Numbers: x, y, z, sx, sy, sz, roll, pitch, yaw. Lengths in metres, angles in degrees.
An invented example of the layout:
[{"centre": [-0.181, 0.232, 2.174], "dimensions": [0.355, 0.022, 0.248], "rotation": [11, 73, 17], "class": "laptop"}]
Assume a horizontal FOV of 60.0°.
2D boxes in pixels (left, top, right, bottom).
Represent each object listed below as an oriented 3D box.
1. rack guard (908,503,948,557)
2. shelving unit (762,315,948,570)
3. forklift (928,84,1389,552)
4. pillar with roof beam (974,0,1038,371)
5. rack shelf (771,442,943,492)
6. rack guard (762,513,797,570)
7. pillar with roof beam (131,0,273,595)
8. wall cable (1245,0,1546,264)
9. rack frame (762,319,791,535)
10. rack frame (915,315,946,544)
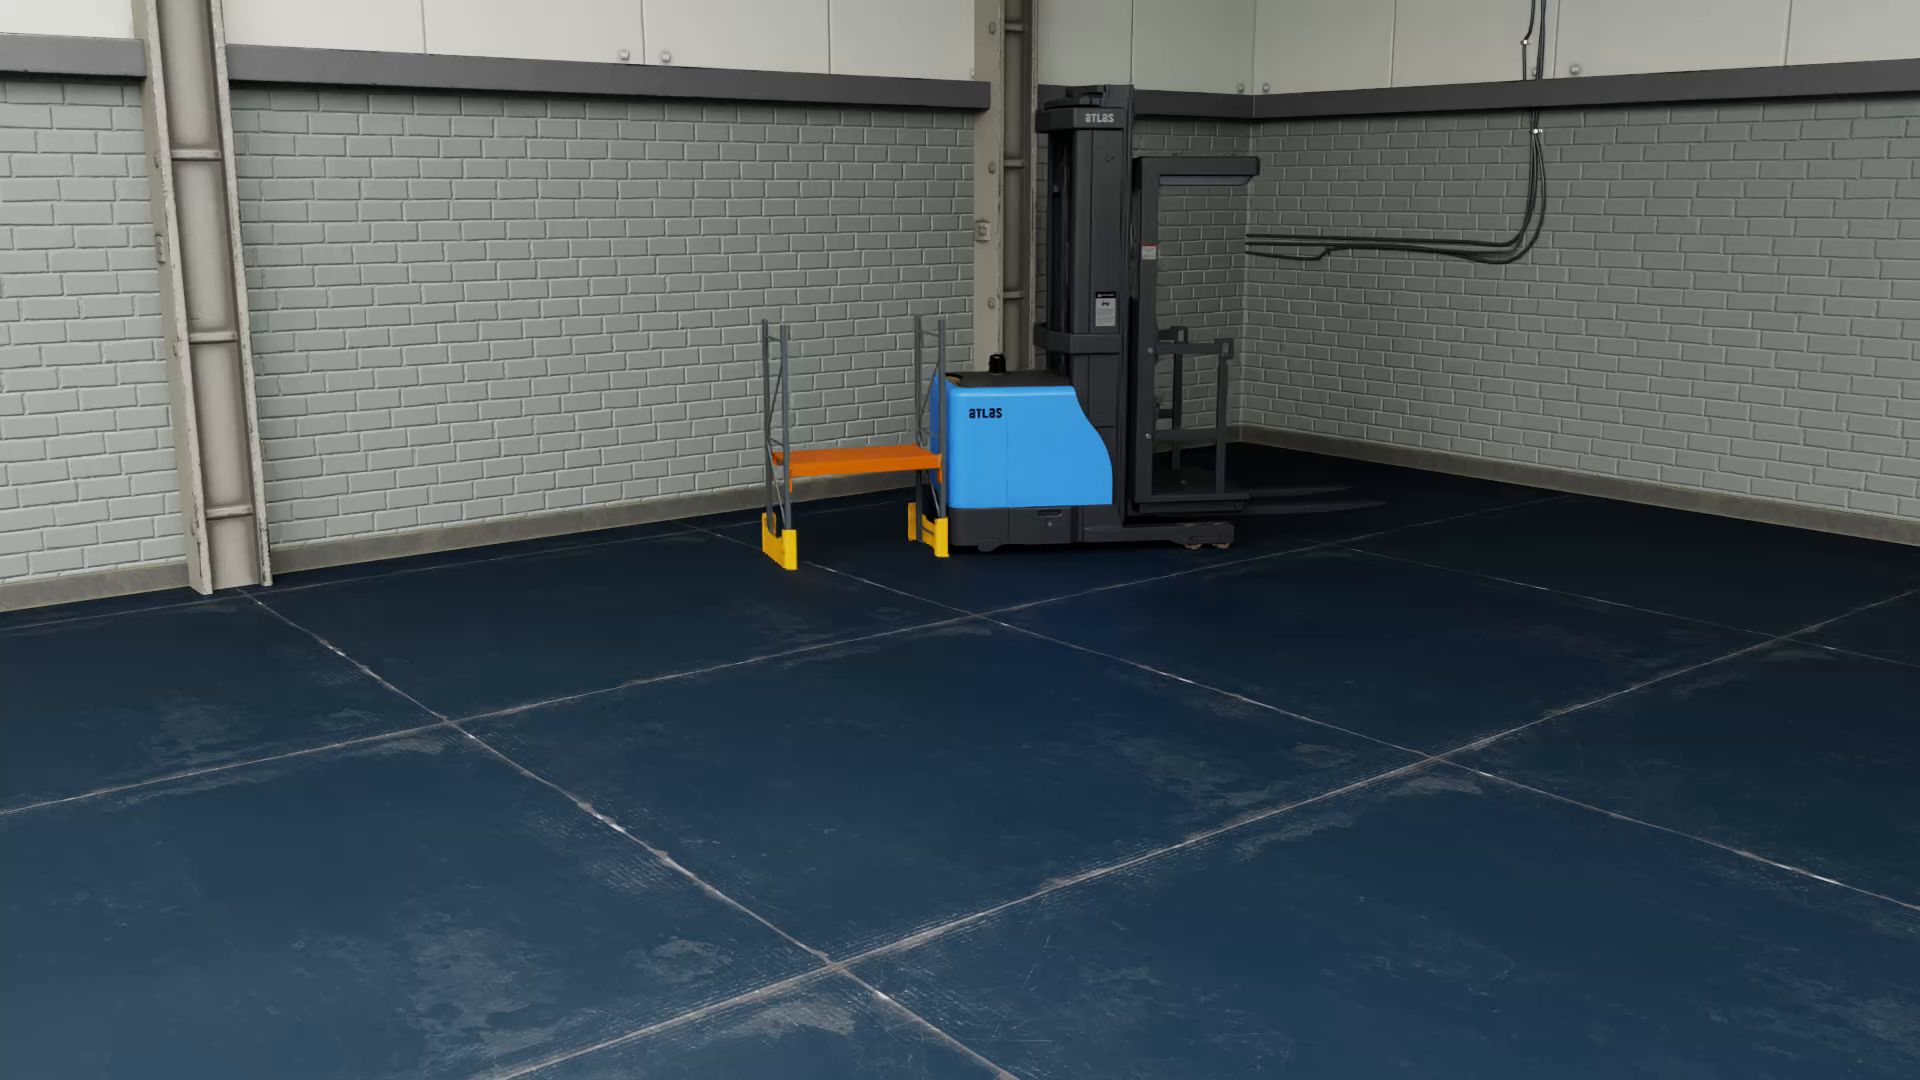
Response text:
[{"centre": [-0.211, -0.070, 10.855], "dimensions": [0.087, 0.250, 0.587], "rotation": [-4, 13, -20], "class": "rack guard"}, {"centre": [-0.677, -0.644, 10.552], "dimensions": [1.083, 1.500, 0.587], "rotation": [-4, 13, -20], "class": "shelving unit"}, {"centre": [1.346, -1.480, 11.040], "dimensions": [3.031, 2.935, 1.130], "rotation": [-2, 12, -9], "class": "forklift"}, {"centre": [3.046, -4.216, 9.317], "dimensions": [0.400, 9.000, 9.100], "rotation": [-9, 15, -38], "class": "pillar with roof beam"}, {"centre": [-0.668, -0.469, 10.593], "dimensions": [1.000, 0.185, 0.538], "rotation": [-4, 13, -20], "class": "rack shelf"}, {"centre": [-1.143, 0.004, 10.510], "dimensions": [0.087, 0.250, 0.587], "rotation": [-4, 13, -20], "class": "rack guard"}, {"centre": [-1.639, -3.437, 5.651], "dimensions": [0.400, 9.000, 9.100], "rotation": [-9, 15, -38], "class": "pillar with roof beam"}, {"centre": [3.483, -3.563, 13.718], "dimensions": [0.112, 2.526, 3.097], "rotation": [-9, 15, -38], "class": "wall cable"}, {"centre": [-1.144, -0.608, 10.379], "dimensions": [0.032, 1.500, 0.500], "rotation": [-4, 13, -20], "class": "rack frame"}, {"centre": [-0.193, -0.682, 10.732], "dimensions": [0.032, 1.500, 0.500], "rotation": [-4, 13, -20], "class": "rack frame"}]
